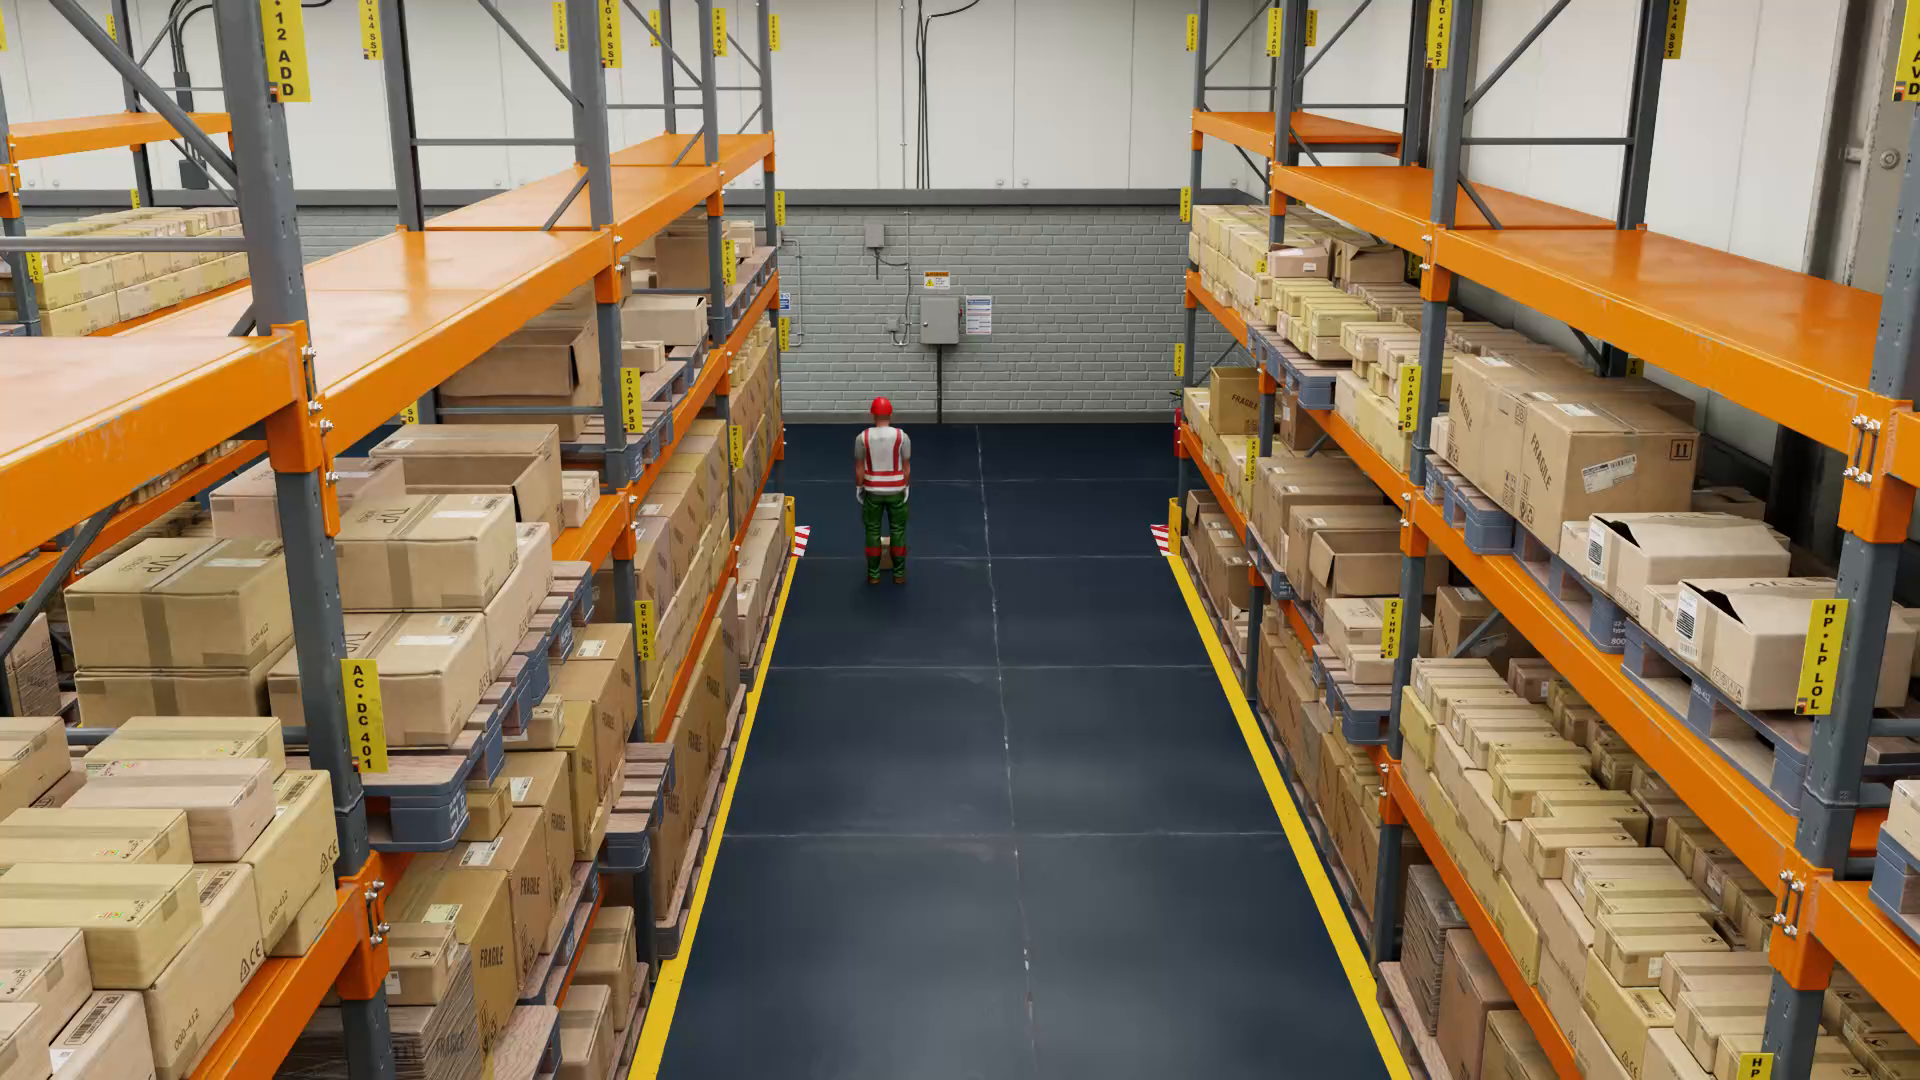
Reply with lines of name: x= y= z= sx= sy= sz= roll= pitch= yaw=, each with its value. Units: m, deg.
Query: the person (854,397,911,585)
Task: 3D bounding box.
person: x=-0.722 y=-0.466 z=15.631 sx=0.526 sy=1.781 sz=0.346 roll=0 pitch=17 yaw=-1
